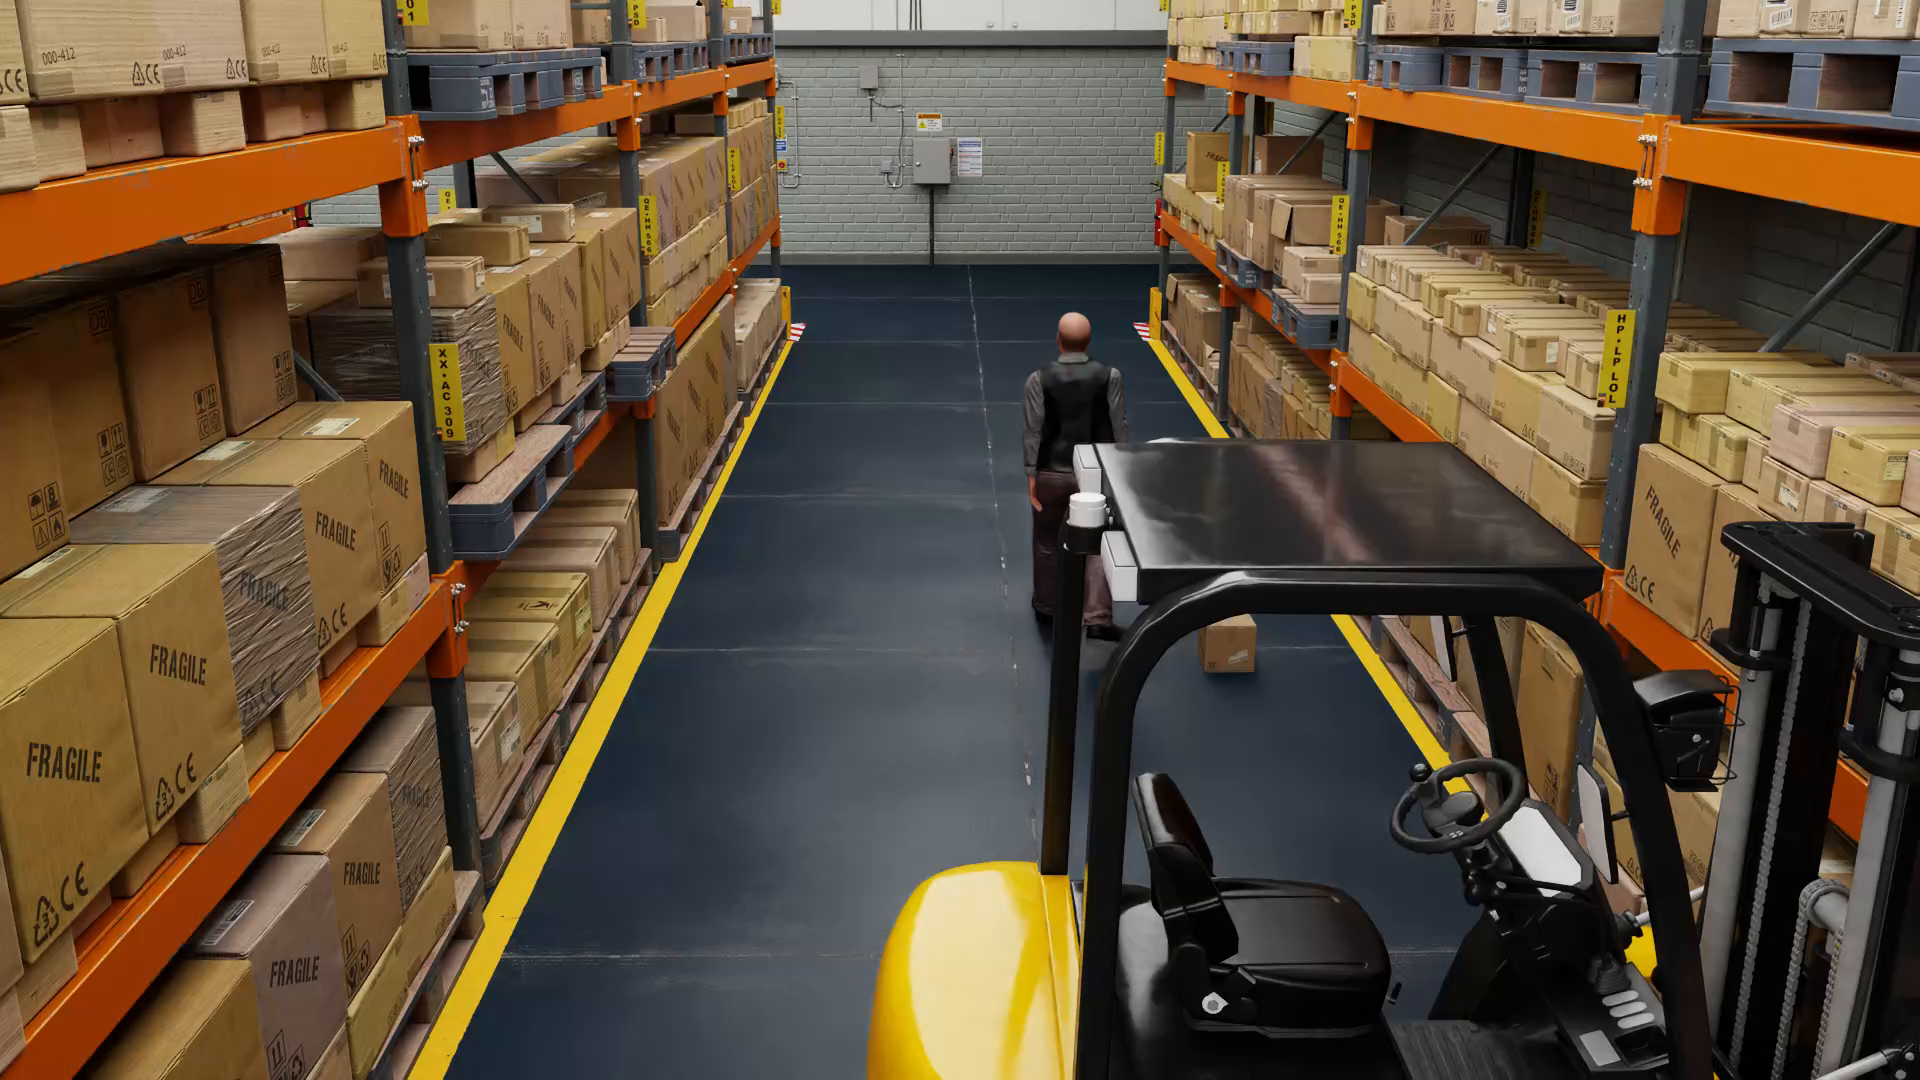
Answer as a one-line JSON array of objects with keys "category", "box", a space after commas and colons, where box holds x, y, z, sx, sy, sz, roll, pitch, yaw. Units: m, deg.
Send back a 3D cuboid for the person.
[{"category": "person", "box": [0.611, -0.313, 8.616, 0.586, 1.706, 0.923, 1, 17, 5]}]
